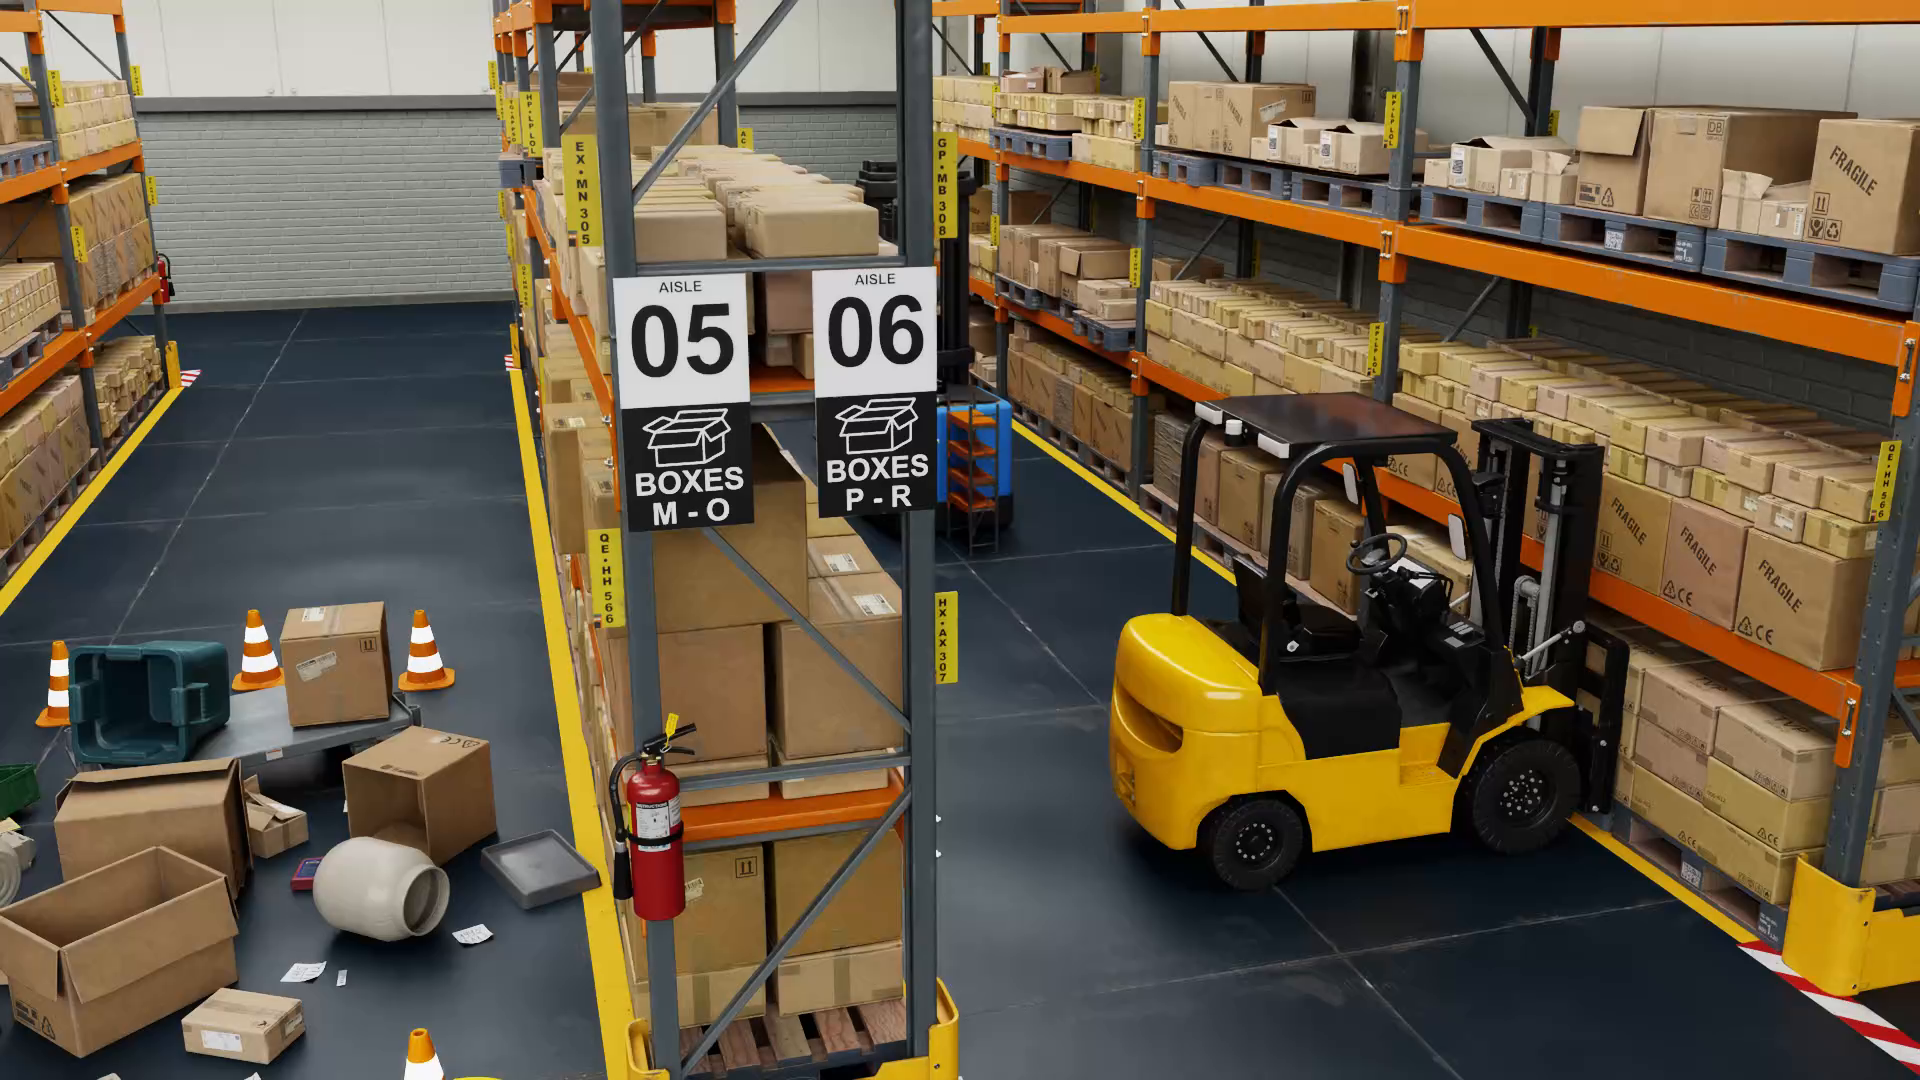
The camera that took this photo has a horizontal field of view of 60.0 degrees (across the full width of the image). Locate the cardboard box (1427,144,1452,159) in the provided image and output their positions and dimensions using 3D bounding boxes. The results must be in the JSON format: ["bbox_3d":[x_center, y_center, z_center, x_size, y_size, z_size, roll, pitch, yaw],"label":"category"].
[{"bbox_3d":[3.049,-2.525,10.963,0.380,0.149,0.250,-5,17,-15],"label":"cardboard box"}]

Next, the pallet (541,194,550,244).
[{"bbox_3d":[-1.745,-1.842,9.482,1.213,0.211,1.003,-5,17,-15],"label":"pallet"}]

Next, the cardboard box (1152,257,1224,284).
[{"bbox_3d":[2.003,-2.220,14.723,0.500,0.500,0.500,-4,17,-13],"label":"cardboard box"}]

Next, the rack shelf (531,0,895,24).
[{"bbox_3d":[-1.128,-2.290,6.689,1.077,0.370,4.000,-5,17,-15],"label":"rack shelf"}]

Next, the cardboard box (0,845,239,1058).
[{"bbox_3d":[-3.495,1.700,6.917,0.637,0.503,0.797,11,20,32],"label":"cardboard box"}]

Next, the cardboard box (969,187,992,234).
[{"bbox_3d":[0.074,-3.897,19.651,0.500,0.500,0.500,-4,17,-14],"label":"cardboard box"}]

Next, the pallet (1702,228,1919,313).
[{"bbox_3d":[4.024,-1.195,7.155,1.003,0.211,1.213,-5,17,-15],"label":"pallet"}]

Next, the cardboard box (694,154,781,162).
[{"bbox_3d":[-1.053,-1.737,7.858,0.380,0.149,0.250,-4,17,-14],"label":"cardboard box"}]

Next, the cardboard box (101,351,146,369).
[{"bbox_3d":[-8.973,-1.928,17.848,0.380,0.149,0.250,-4,17,-13],"label":"cardboard box"}]

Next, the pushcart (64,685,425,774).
[{"bbox_3d":[-3.856,1.134,9.021,1.648,0.377,0.936,-12,20,-34],"label":"pushcart"}]

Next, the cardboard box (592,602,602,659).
[{"bbox_3d":[-1.260,0.194,6.900,0.500,0.500,0.500,-5,17,-16],"label":"cardboard box"}]

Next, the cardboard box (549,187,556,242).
[{"bbox_3d":[-1.669,-1.538,7.887,0.500,0.250,0.500,-5,17,-16],"label":"cardboard box"}]

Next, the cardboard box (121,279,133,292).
[{"bbox_3d":[-9.094,-2.744,17.809,0.380,0.149,0.250,-6,18,-18],"label":"cardboard box"}]

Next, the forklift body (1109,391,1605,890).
[{"bbox_3d":[1.918,0.423,8.304,2.313,2.155,1.214,-5,17,-15],"label":"forklift body"}]

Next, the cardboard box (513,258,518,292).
[{"bbox_3d":[-4.548,-2.965,17.933,0.500,0.500,0.500,-5,17,-16],"label":"cardboard box"}]

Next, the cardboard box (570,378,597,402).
[{"bbox_3d":[-1.303,-0.425,7.225,0.700,0.500,0.500,-5,17,-16],"label":"cardboard box"}]

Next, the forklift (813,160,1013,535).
[{"bbox_3d":[-0.561,-1.829,14.446,1.130,2.935,3.031,-6,18,-20],"label":"forklift"}]

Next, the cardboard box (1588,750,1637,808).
[{"bbox_3d":[3.504,1.130,8.524,0.500,0.250,0.500,-5,17,-15],"label":"cardboard box"}]

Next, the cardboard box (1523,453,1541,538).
[{"bbox_3d":[3.264,-0.331,9.167,0.500,0.500,0.500,-5,17,-16],"label":"cardboard box"}]

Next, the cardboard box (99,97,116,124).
[{"bbox_3d":[-9.056,-4.430,17.162,0.500,0.250,0.500,-4,17,-14],"label":"cardboard box"}]

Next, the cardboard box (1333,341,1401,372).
[{"bbox_3d":[2.698,-1.215,10.981,0.380,0.149,0.250,-5,17,-16],"label":"cardboard box"}]

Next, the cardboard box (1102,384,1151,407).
[{"bbox_3d":[1.510,-1.320,15.120,0.380,0.149,0.250,-6,18,-18],"label":"cardboard box"}]

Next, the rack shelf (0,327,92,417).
[{"bbox_3d":[-8.058,-1.212,13.522,1.077,0.370,4.000,-5,17,-15],"label":"rack shelf"}]

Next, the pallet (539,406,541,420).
[{"bbox_3d":[-4.010,-1.410,17.778,1.003,0.211,1.213,-5,17,-15],"label":"pallet"}]

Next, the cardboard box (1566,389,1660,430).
[{"bbox_3d":[3.412,-0.681,8.687,0.380,0.149,0.250,-5,17,-15],"label":"cardboard box"}]

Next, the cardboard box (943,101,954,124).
[{"bbox_3d":[0.108,-4.969,19.309,0.500,0.250,0.500,-5,17,-16],"label":"cardboard box"}]

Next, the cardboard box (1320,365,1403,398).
[{"bbox_3d":[2.713,-0.993,10.934,0.500,0.250,0.500,-5,17,-16],"label":"cardboard box"}]

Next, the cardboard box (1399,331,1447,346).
[{"bbox_3d":[3.112,-1.330,11.363,0.380,0.149,0.250,-5,17,-15],"label":"cardboard box"}]

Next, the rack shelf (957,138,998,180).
[{"bbox_3d":[0.346,-4.567,19.480,1.077,0.370,4.000,-5,17,-15],"label":"rack shelf"}]

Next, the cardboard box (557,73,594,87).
[{"bbox_3d":[-3.836,-4.442,16.733,0.500,0.500,0.500,-4,17,-14],"label":"cardboard box"}]

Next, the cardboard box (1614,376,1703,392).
[{"bbox_3d":[3.793,-0.789,9.047,0.380,0.149,0.250,-5,17,-16],"label":"cardboard box"}]

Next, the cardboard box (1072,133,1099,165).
[{"bbox_3d":[1.344,-3.581,15.205,0.500,0.250,0.500,-5,17,-15],"label":"cardboard box"}]

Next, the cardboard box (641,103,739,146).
[{"bbox_3d":[-1.600,-2.452,9.847,0.500,0.250,0.500,-5,17,-16],"label":"cardboard box"}]

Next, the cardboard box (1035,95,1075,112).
[{"bbox_3d":[0.949,-4.236,16.141,0.380,0.149,0.250,-4,17,-14],"label":"cardboard box"}]

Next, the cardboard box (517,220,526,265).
[{"bbox_3d":[-3.730,-2.634,15.094,0.500,0.500,0.500,-5,17,-17],"label":"cardboard box"}]

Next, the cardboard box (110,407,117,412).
[{"bbox_3d":[-8.591,-1.210,16.491,0.380,0.149,0.250,-5,17,-16],"label":"cardboard box"}]

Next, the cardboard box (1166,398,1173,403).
[{"bbox_3d":[2.032,-1.096,15.501,0.500,0.500,0.500,-5,17,-15],"label":"cardboard box"}]

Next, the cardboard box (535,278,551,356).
[{"bbox_3d":[-2.876,-1.671,12.380,0.500,0.500,0.500,-5,17,-17],"label":"cardboard box"}]

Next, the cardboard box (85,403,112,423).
[{"bbox_3d":[-8.400,-1.213,15.986,0.380,0.149,0.250,-4,17,-13],"label":"cardboard box"}]

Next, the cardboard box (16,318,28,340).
[{"bbox_3d":[-7.947,-1.736,13.724,0.380,0.149,0.250,-4,17,-13],"label":"cardboard box"}]

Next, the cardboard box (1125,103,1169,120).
[{"bbox_3d":[1.645,-3.667,14.282,0.380,0.149,0.250,-5,18,-17],"label":"cardboard box"}]

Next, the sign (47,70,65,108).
[{"bbox_3d":[-8.075,-4.027,14.847,0.100,0.325,0.005,-5,17,-15],"label":"sign"}]

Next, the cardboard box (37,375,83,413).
[{"bbox_3d":[-8.160,-1.287,14.833,0.500,0.250,0.500,-5,17,-17],"label":"cardboard box"}]

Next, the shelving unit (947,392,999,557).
[{"bbox_3d":[0.099,-0.524,13.111,0.258,1.200,0.503,-6,18,-20],"label":"shelving unit"}]

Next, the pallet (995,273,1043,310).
[{"bbox_3d":[1.010,-2.601,17.229,1.003,0.211,1.213,-5,17,-15],"label":"pallet"}]

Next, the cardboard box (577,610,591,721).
[{"bbox_3d":[-1.775,0.625,8.903,0.500,0.500,0.500,-4,17,-13],"label":"cardboard box"}]

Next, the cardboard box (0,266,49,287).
[{"bbox_3d":[-8.235,-2.305,14.585,0.380,0.149,0.250,-5,17,-17],"label":"cardboard box"}]

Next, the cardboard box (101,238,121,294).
[{"bbox_3d":[-8.748,-2.735,16.653,0.500,0.500,0.500,-5,17,-16],"label":"cardboard box"}]

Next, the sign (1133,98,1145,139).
[{"bbox_3d":[1.472,-3.458,13.636,0.100,0.325,0.005,-5,17,-15],"label":"sign"}]

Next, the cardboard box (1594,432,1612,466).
[{"bbox_3d":[3.470,-0.464,8.482,0.380,0.149,0.250,-5,17,-16],"label":"cardboard box"}]

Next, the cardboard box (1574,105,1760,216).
[{"bbox_3d":[3.528,-1.897,8.257,0.797,0.503,0.637,-4,17,-13],"label":"cardboard box"}]

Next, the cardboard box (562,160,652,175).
[{"bbox_3d":[-1.578,-1.618,7.462,0.380,0.149,0.250,-5,18,-17],"label":"cardboard box"}]

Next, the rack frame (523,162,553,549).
[{"bbox_3d":[-2.777,-1.422,12.973,1.000,3.000,0.127,-5,17,-15],"label":"rack frame"}]

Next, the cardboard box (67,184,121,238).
[{"bbox_3d":[-8.903,-3.349,16.958,0.500,0.500,0.500,-5,18,-17],"label":"cardboard box"}]

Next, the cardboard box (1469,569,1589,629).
[{"bbox_3d":[3.204,0.365,9.334,0.500,0.250,0.500,-4,17,-13],"label":"cardboard box"}]

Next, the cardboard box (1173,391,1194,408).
[{"bbox_3d":[2.151,-1.299,15.051,0.380,0.149,0.250,-4,17,-12],"label":"cardboard box"}]
